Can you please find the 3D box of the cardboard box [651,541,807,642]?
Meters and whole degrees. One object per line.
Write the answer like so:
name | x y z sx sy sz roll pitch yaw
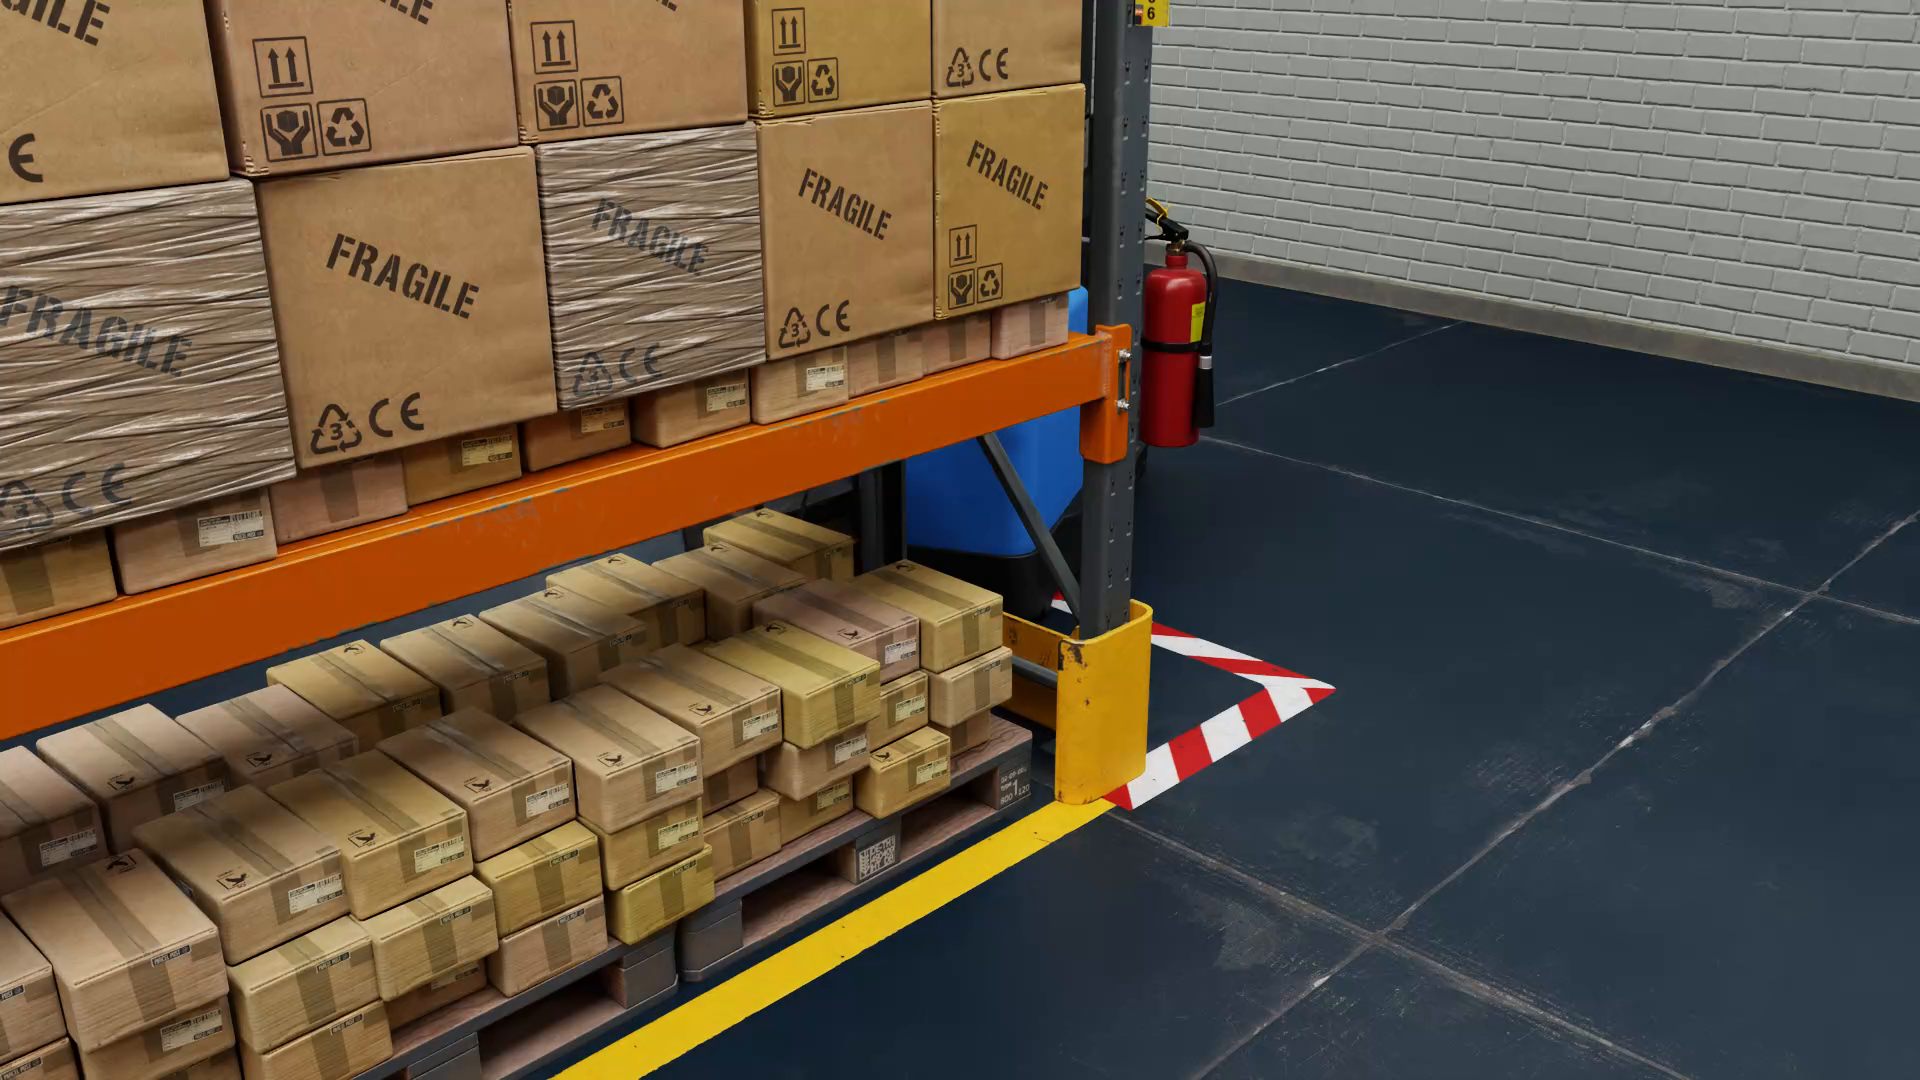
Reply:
cardboard box | -0.633 0.149 4.566 0.250 0.149 0.380 -20 28 -41

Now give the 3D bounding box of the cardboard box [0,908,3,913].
cardboard box | -1.953 0.748 3.420 0.250 0.149 0.380 -19 28 -41

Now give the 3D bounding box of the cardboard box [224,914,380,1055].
cardboard box | -1.349 0.810 3.259 0.380 0.149 0.250 19 28 40

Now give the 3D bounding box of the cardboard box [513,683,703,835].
cardboard box | -0.785 0.480 3.704 0.250 0.149 0.380 -19 28 -40

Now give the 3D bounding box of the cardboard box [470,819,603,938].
cardboard box | -0.987 0.676 3.609 0.250 0.149 0.380 -18 28 -39

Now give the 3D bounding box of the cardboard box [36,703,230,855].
cardboard box | -1.789 0.516 3.610 0.380 0.149 0.250 18 27 39

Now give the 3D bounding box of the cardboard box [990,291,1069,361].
cardboard box | 0.057 -0.587 4.271 0.380 0.149 0.250 19 28 41

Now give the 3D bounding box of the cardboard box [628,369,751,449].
cardboard box | -0.674 -0.332 3.609 0.380 0.149 0.250 18 27 38

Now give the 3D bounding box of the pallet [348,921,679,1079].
pallet | -1.414 0.974 3.745 1.003 0.211 1.213 19 28 41

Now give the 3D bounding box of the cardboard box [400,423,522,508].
cardboard box | -1.078 -0.206 3.279 0.250 0.149 0.380 -20 28 -41

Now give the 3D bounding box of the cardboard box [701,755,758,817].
cardboard box | -0.704 0.521 4.011 0.380 0.149 0.250 19 28 40

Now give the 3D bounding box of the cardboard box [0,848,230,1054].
cardboard box | -1.542 0.739 3.031 0.250 0.149 0.380 -19 28 -41

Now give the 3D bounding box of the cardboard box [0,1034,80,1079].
cardboard box | -1.779 0.924 2.963 0.380 0.149 0.250 17 27 38

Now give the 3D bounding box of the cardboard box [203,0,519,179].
cardboard box | -1.135 -0.928 2.861 0.500 0.500 0.500 18 27 39

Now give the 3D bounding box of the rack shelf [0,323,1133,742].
rack shelf | -1.313 -0.009 3.420 1.077 0.370 4.000 19 28 41

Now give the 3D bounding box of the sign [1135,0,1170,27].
sign | 0.466 -1.403 3.989 0.100 0.325 0.005 19 28 41

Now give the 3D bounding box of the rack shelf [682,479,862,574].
rack shelf | -0.598 0.036 5.422 0.431 0.518 0.480 -21 28 -33

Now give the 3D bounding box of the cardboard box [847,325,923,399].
cardboard box | -0.307 -0.464 3.952 0.380 0.149 0.250 19 28 40

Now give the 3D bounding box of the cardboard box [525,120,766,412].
cardboard box | -0.757 -0.601 3.402 0.500 0.500 0.500 19 28 41

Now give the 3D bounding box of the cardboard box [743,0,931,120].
cardboard box | -0.412 -1.201 3.571 0.500 0.500 0.500 18 27 39

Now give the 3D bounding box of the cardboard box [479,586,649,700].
cardboard box | -1.014 0.266 4.261 0.380 0.149 0.250 18 27 38

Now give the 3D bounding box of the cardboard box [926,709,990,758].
cardboard box | -0.136 0.463 4.576 0.250 0.149 0.380 -20 28 -41

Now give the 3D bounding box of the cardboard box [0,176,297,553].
cardboard box | -1.465 -0.330 2.698 0.500 0.500 0.500 18 28 40

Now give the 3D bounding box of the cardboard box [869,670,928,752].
cardboard box | -0.302 0.398 4.332 0.380 0.149 0.250 18 28 39

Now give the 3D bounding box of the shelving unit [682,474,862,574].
shelving unit | -0.651 -0.617 5.139 0.431 2.100 0.503 -21 28 -33

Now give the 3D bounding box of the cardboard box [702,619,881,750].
cardboard box | -0.412 0.346 4.052 0.380 0.149 0.250 18 28 39

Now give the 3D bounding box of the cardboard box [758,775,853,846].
cardboard box | -0.488 0.601 4.218 0.380 0.149 0.250 19 28 40

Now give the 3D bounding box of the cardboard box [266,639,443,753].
cardboard box | -1.431 0.391 3.935 0.250 0.149 0.380 -20 28 -41

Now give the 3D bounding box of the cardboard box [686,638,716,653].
cardboard box | -0.806 0.349 4.460 0.380 0.149 0.250 20 29 41

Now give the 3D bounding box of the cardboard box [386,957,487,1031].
cardboard box | -1.220 0.861 3.543 0.250 0.149 0.380 -19 28 -41

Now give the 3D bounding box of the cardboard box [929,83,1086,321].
cardboard box | -0.047 -0.864 4.089 0.500 0.500 0.500 -19 28 -41

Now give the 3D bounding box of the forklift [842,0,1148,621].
forklift | 0.185 -1.584 6.610 1.130 2.935 3.031 6 22 16

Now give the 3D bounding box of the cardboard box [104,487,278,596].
cardboard box | -1.392 -0.055 2.887 0.250 0.149 0.380 -19 28 -40

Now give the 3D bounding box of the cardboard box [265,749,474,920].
cardboard box | -1.211 0.594 3.406 0.380 0.149 0.250 19 28 41

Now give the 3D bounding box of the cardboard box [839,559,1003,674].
cardboard box | -0.106 0.198 4.438 0.380 0.149 0.250 20 28 41

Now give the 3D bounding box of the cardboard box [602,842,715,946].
cardboard box | -0.784 0.749 3.833 0.380 0.149 0.250 18 27 38

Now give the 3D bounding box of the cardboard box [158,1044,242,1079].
cardboard box | -1.598 0.990 3.206 0.380 0.149 0.250 18 27 38

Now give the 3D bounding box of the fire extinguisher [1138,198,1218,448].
fire extinguisher | 0.589 -0.598 4.577 0.296 0.674 0.183 19 28 41
